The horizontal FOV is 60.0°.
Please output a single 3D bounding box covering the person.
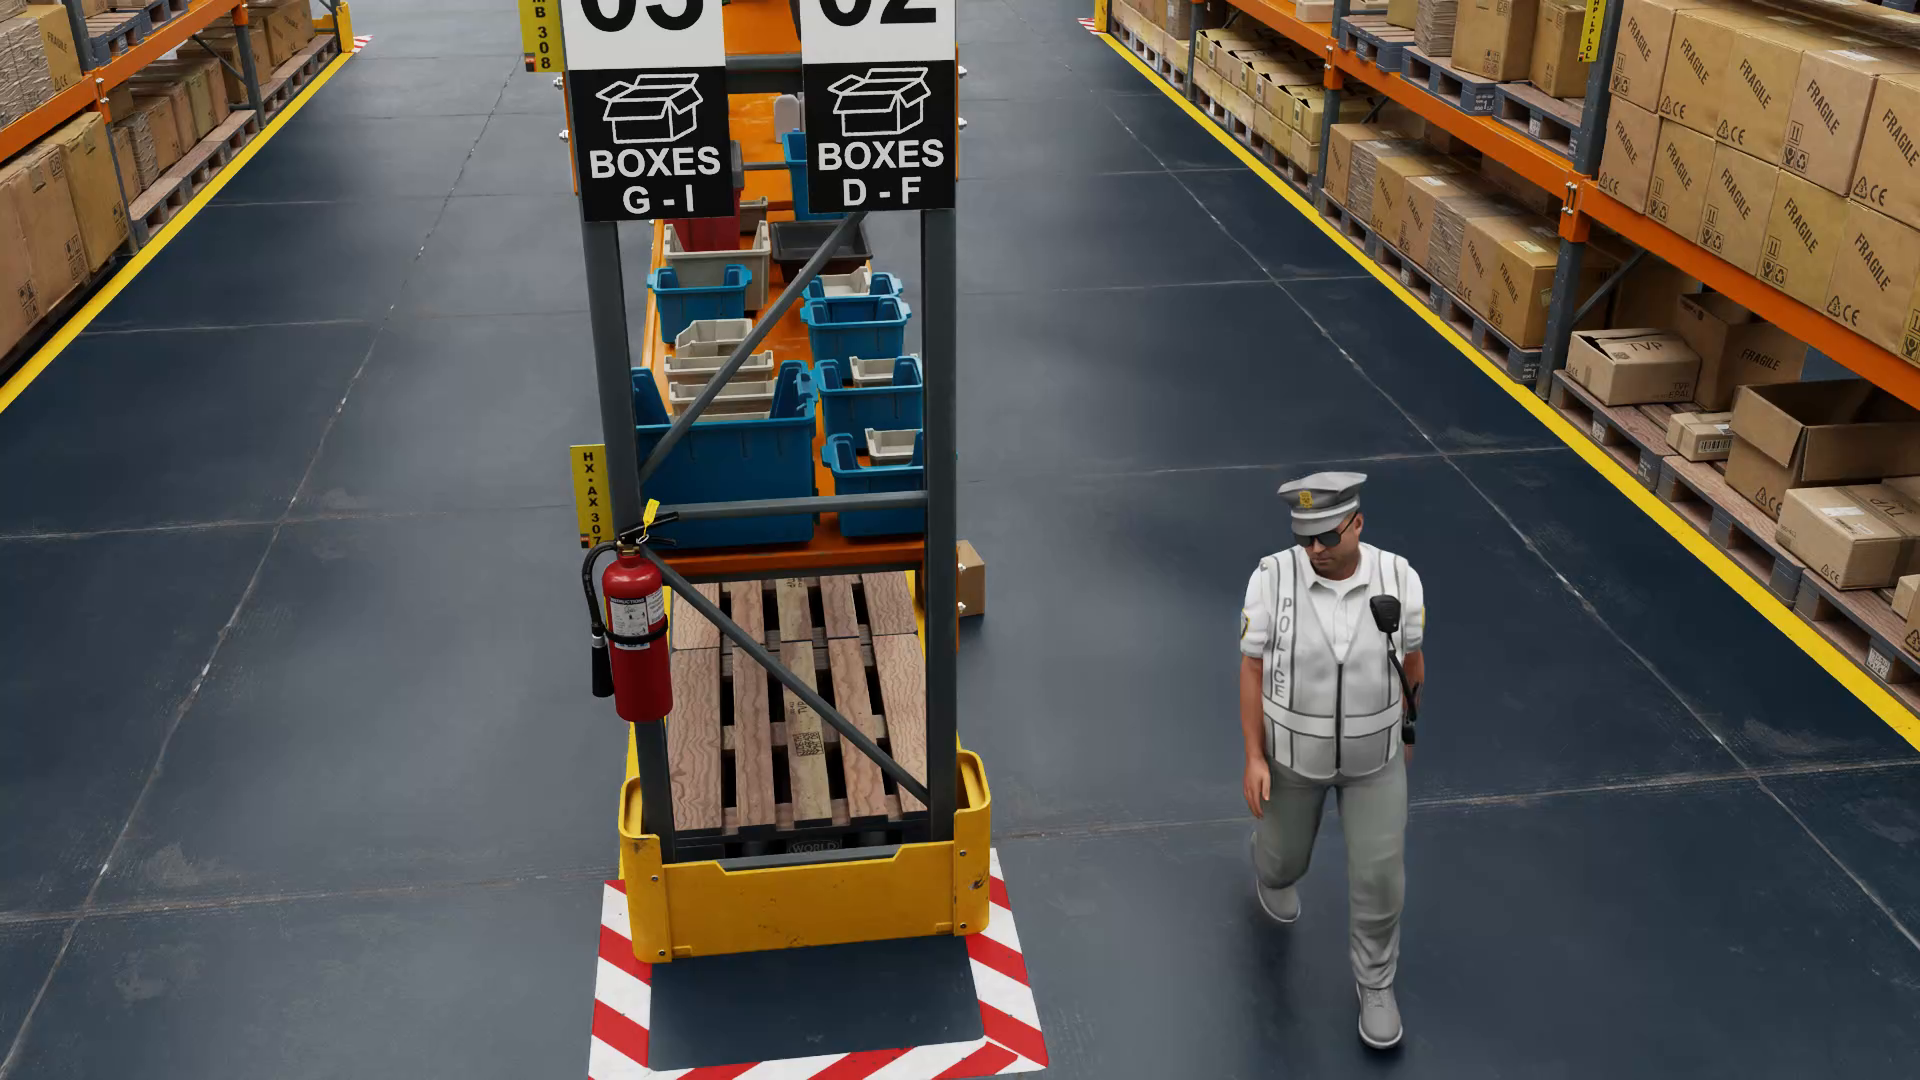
[{"bbox_3d":[1.093,0.588,4.940,0.563,1.713,0.774,3,27,6],"label":"person"}]
